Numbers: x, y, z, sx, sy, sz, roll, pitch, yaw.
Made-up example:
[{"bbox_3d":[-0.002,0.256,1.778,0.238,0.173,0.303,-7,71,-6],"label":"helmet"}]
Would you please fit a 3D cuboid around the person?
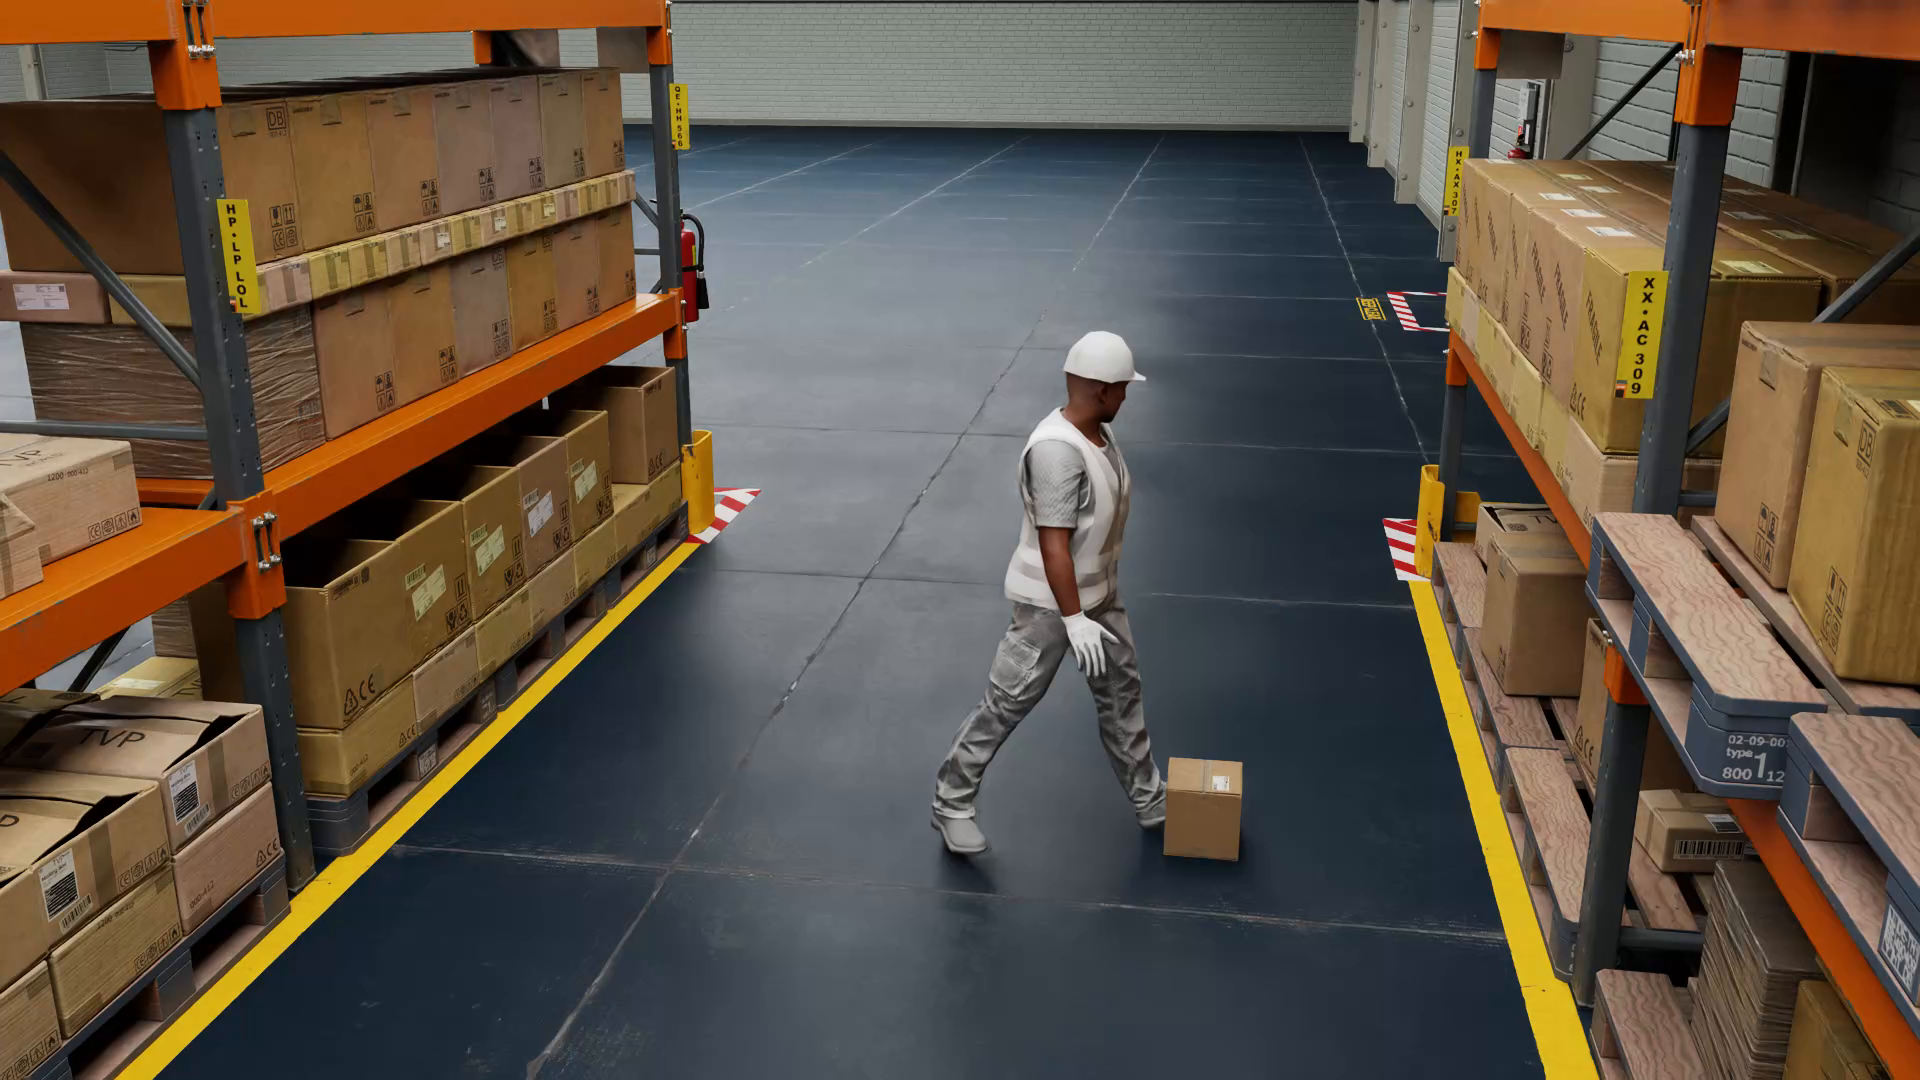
[{"bbox_3d":[0.382,0.193,5.434,0.895,1.751,0.673,8,19,24],"label":"person"}]
